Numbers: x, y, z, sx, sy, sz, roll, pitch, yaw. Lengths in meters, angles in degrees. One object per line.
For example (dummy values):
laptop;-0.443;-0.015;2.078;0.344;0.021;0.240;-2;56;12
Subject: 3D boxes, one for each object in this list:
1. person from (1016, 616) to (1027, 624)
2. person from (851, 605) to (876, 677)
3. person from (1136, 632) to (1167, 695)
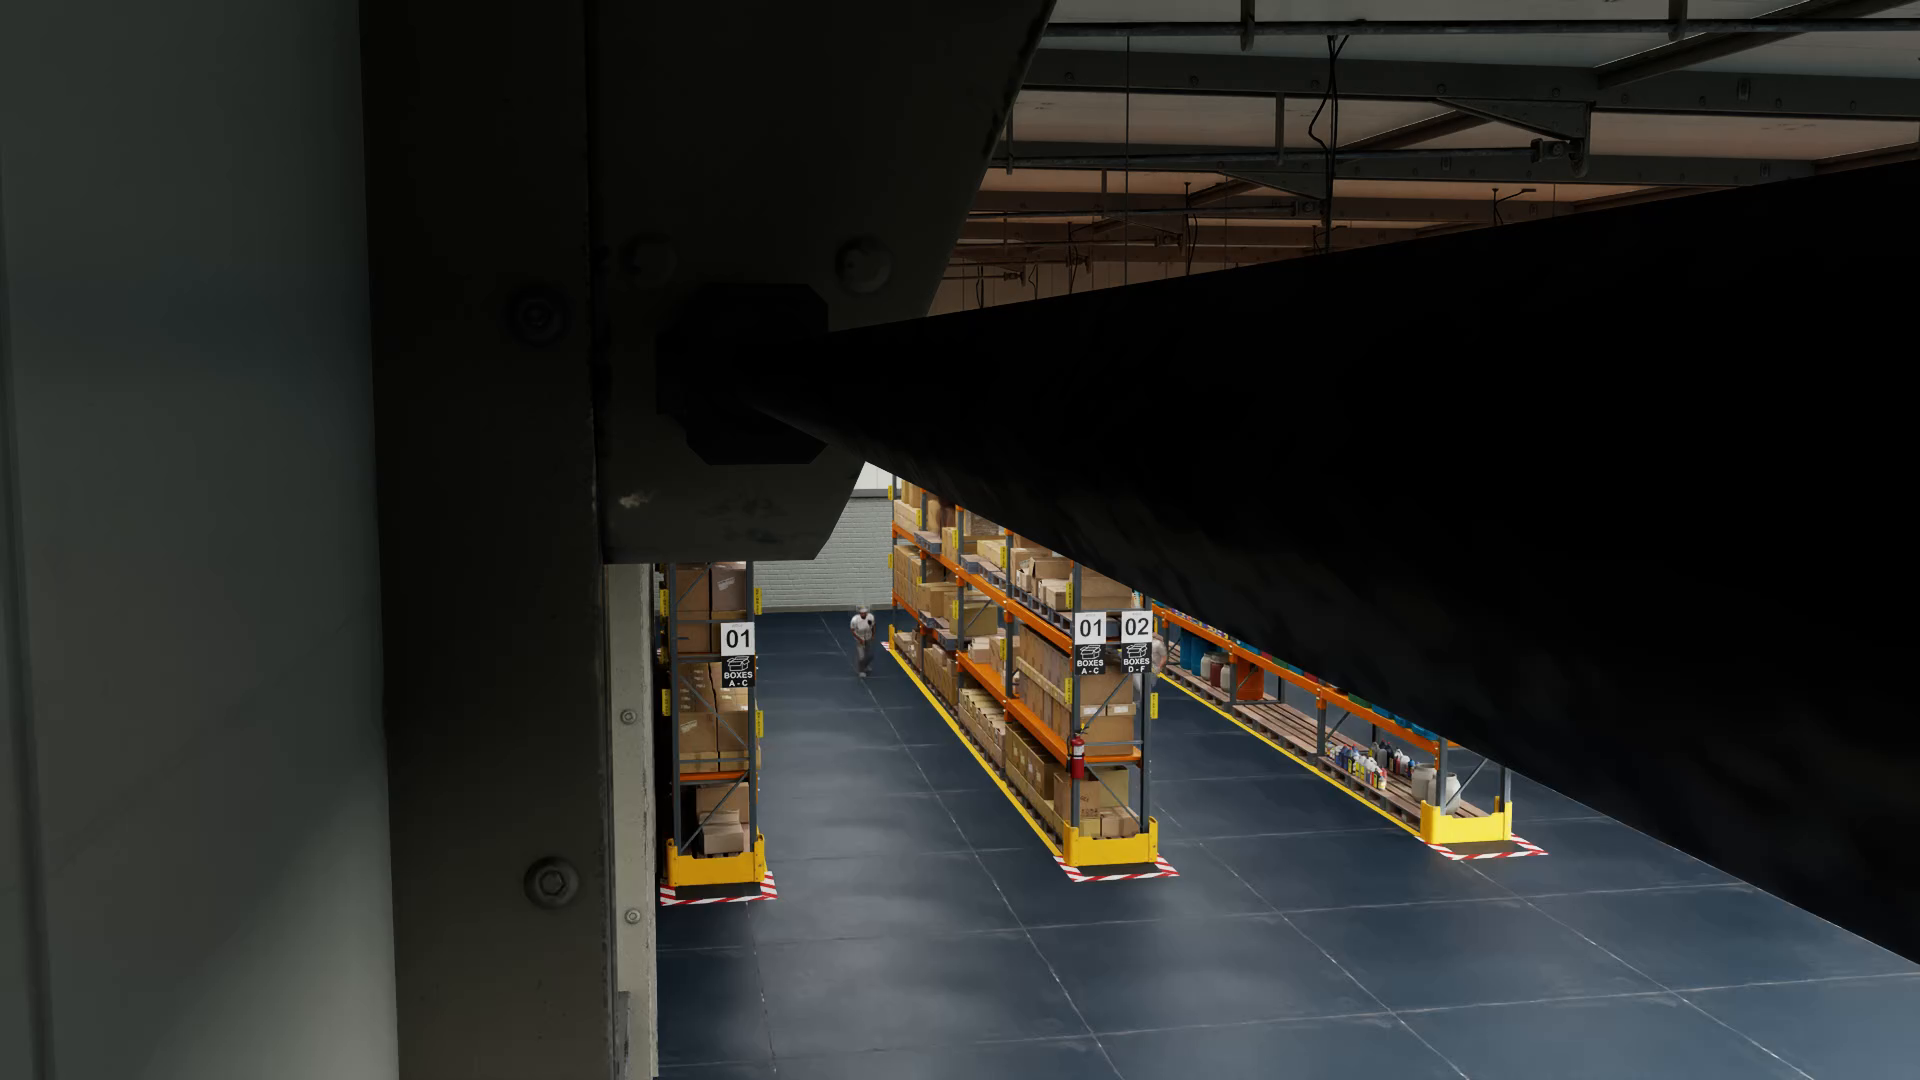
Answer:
person;1.473;1.697;34.793;0.626;1.799;0.725;-2;7;-19
person;-1.927;1.997;33.263;0.575;1.506;0.853;-2;7;-21
person;3.419;2.333;29.972;0.649;1.575;1.177;1;6;11
